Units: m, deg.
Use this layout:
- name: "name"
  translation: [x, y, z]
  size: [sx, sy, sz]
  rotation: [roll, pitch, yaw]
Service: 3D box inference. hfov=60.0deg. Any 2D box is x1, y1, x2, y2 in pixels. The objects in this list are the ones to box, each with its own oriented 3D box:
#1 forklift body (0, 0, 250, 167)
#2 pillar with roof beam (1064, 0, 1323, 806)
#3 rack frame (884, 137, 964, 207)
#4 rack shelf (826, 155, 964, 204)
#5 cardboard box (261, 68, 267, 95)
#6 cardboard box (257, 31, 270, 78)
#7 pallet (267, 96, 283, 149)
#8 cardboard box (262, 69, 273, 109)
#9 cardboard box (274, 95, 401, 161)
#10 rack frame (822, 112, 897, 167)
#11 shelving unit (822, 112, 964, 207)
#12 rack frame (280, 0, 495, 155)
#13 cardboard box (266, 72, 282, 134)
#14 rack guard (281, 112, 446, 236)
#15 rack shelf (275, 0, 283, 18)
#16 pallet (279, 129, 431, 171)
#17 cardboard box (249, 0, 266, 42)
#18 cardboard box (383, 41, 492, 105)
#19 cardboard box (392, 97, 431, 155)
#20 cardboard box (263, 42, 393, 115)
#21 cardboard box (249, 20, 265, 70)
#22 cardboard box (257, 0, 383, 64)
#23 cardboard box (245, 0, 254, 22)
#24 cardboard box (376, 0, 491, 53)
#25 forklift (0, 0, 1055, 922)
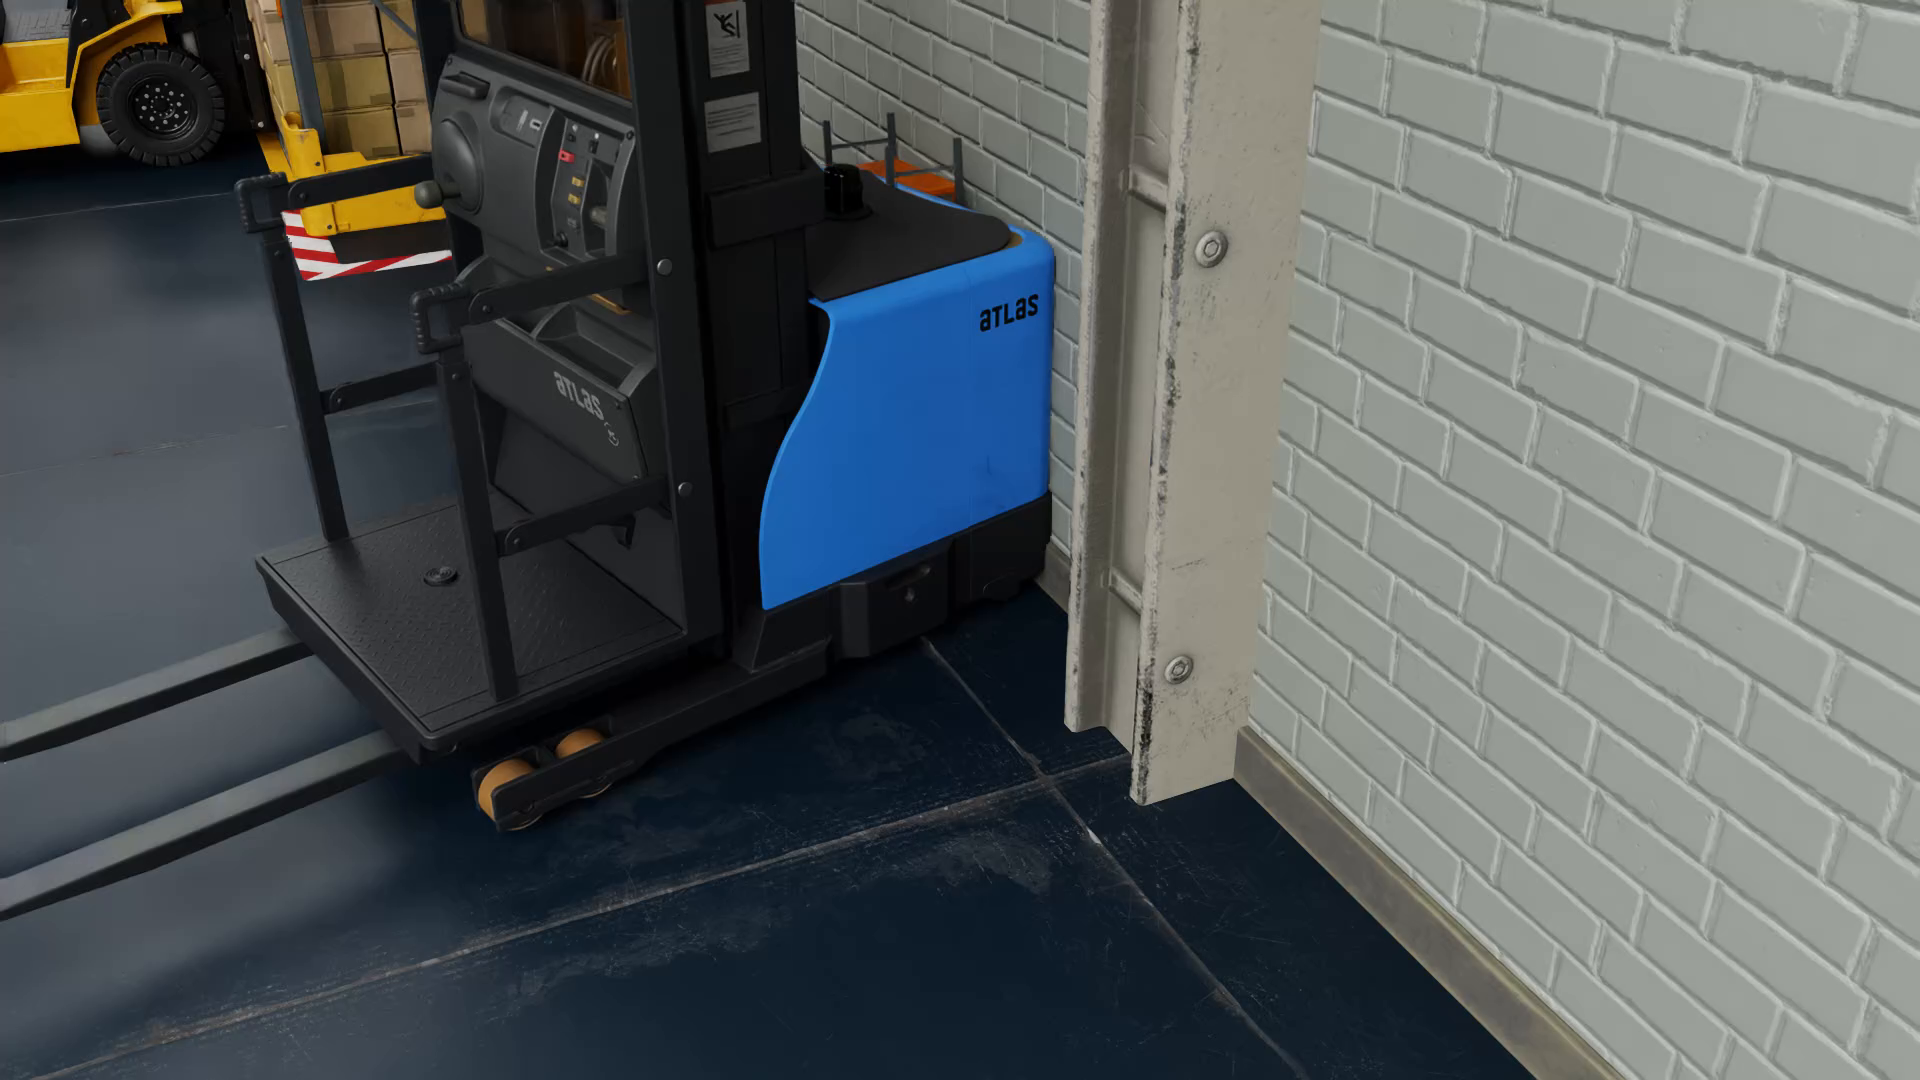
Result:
- name: "forklift body"
  translation: [-5.056, -3.012, 8.422]
  size: [2.313, 2.155, 1.214]
  rotation: [-13, 32, -22]
- name: "pillar with roof beam"
  translation: [-3.392, -2.487, 0.484]
  size: [9.100, 9.000, 0.400]
  rotation: [-13, 32, -22]
- name: "rack frame"
  translation: [-0.085, -0.607, 5.069]
  size: [0.240, 1.200, 0.015]
  rotation: [-13, 27, -22]
- name: "rack shelf"
  translation: [-0.205, -1.052, 5.107]
  size: [0.258, 0.148, 0.480]
  rotation: [-13, 27, -22]
- name: "cardboard box"
  translation: [-3.737, -2.722, 9.419]
  size: [0.500, 0.250, 0.500]
  rotation: [-12, 31, -20]
- name: "cardboard box"
  translation: [-3.292, -2.503, 8.517]
  size: [0.500, 0.250, 0.500]
  rotation: [-13, 32, -22]
- name: "pallet"
  translation: [-3.481, -2.578, 9.632]
  size: [1.003, 0.211, 1.213]
  rotation: [-13, 32, -22]
- name: "cardboard box"
  translation: [-3.493, -2.497, 9.018]
  size: [0.500, 0.250, 0.500]
  rotation: [-13, 32, -21]
- name: "cardboard box"
  translation: [-3.082, -2.053, 8.225]
  size: [0.500, 0.250, 0.500]
  rotation: [-13, 32, -22]
- name: "rack frame"
  translation: [-0.297, -0.783, 5.472]
  size: [0.240, 1.200, 0.015]
  rotation: [-13, 27, -22]
- name: "shelving unit"
  translation: [-0.191, -0.695, 5.270]
  size: [0.258, 1.200, 0.503]
  rotation: [-13, 27, -22]
- name: "rack frame"
  translation: [-2.595, -2.927, 7.404]
  size: [1.000, 3.000, 0.127]
  rotation: [-13, 32, -22]
- name: "cardboard box"
  translation: [-3.287, -2.274, 8.621]
  size: [0.500, 0.250, 0.500]
  rotation: [-13, 32, -22]
- name: "rack guard"
  translation: [-2.584, -1.827, 7.996]
  size: [1.175, 0.500, 0.348]
  rotation: [-13, 32, -22]
- name: "rack shelf"
  translation: [-3.453, -3.497, 9.155]
  size: [1.077, 0.370, 4.000]
  rotation: [-13, 32, -22]
- name: "pallet"
  translation: [-2.961, -2.040, 8.672]
  size: [1.003, 0.211, 1.213]
  rotation: [-13, 32, -22]
- name: "cardboard box"
  translation: [-3.299, -2.710, 8.375]
  size: [0.500, 0.250, 0.500]
  rotation: [-12, 32, -21]
- name: "cardboard box"
  translation: [-2.609, -2.381, 8.299]
  size: [0.500, 0.250, 0.500]
  rotation: [-12, 32, -21]
- name: "cardboard box"
  translation: [-2.629, -2.169, 8.434]
  size: [0.500, 0.250, 0.500]
  rotation: [-13, 32, -22]
- name: "cardboard box"
  translation: [-3.086, -2.279, 8.118]
  size: [0.500, 0.250, 0.500]
  rotation: [-14, 32, -23]
- name: "cardboard box"
  translation: [-3.532, -2.726, 8.916]
  size: [0.500, 0.250, 0.500]
  rotation: [-14, 32, -23]
- name: "cardboard box"
  translation: [-3.074, -2.485, 7.975]
  size: [0.500, 0.250, 0.500]
  rotation: [-12, 31, -20]
- name: "cardboard box"
  translation: [-3.524, -2.930, 8.769]
  size: [0.500, 0.250, 0.500]
  rotation: [-13, 32, -21]
- name: "cardboard box"
  translation: [-2.630, -2.599, 8.179]
  size: [0.500, 0.250, 0.500]
  rotation: [-14, 32, -23]
- name: "forklift"
  translation: [-1.177, -0.871, 3.807]
  size: [3.031, 2.935, 1.130]
  rotation: [-23, 36, -34]
